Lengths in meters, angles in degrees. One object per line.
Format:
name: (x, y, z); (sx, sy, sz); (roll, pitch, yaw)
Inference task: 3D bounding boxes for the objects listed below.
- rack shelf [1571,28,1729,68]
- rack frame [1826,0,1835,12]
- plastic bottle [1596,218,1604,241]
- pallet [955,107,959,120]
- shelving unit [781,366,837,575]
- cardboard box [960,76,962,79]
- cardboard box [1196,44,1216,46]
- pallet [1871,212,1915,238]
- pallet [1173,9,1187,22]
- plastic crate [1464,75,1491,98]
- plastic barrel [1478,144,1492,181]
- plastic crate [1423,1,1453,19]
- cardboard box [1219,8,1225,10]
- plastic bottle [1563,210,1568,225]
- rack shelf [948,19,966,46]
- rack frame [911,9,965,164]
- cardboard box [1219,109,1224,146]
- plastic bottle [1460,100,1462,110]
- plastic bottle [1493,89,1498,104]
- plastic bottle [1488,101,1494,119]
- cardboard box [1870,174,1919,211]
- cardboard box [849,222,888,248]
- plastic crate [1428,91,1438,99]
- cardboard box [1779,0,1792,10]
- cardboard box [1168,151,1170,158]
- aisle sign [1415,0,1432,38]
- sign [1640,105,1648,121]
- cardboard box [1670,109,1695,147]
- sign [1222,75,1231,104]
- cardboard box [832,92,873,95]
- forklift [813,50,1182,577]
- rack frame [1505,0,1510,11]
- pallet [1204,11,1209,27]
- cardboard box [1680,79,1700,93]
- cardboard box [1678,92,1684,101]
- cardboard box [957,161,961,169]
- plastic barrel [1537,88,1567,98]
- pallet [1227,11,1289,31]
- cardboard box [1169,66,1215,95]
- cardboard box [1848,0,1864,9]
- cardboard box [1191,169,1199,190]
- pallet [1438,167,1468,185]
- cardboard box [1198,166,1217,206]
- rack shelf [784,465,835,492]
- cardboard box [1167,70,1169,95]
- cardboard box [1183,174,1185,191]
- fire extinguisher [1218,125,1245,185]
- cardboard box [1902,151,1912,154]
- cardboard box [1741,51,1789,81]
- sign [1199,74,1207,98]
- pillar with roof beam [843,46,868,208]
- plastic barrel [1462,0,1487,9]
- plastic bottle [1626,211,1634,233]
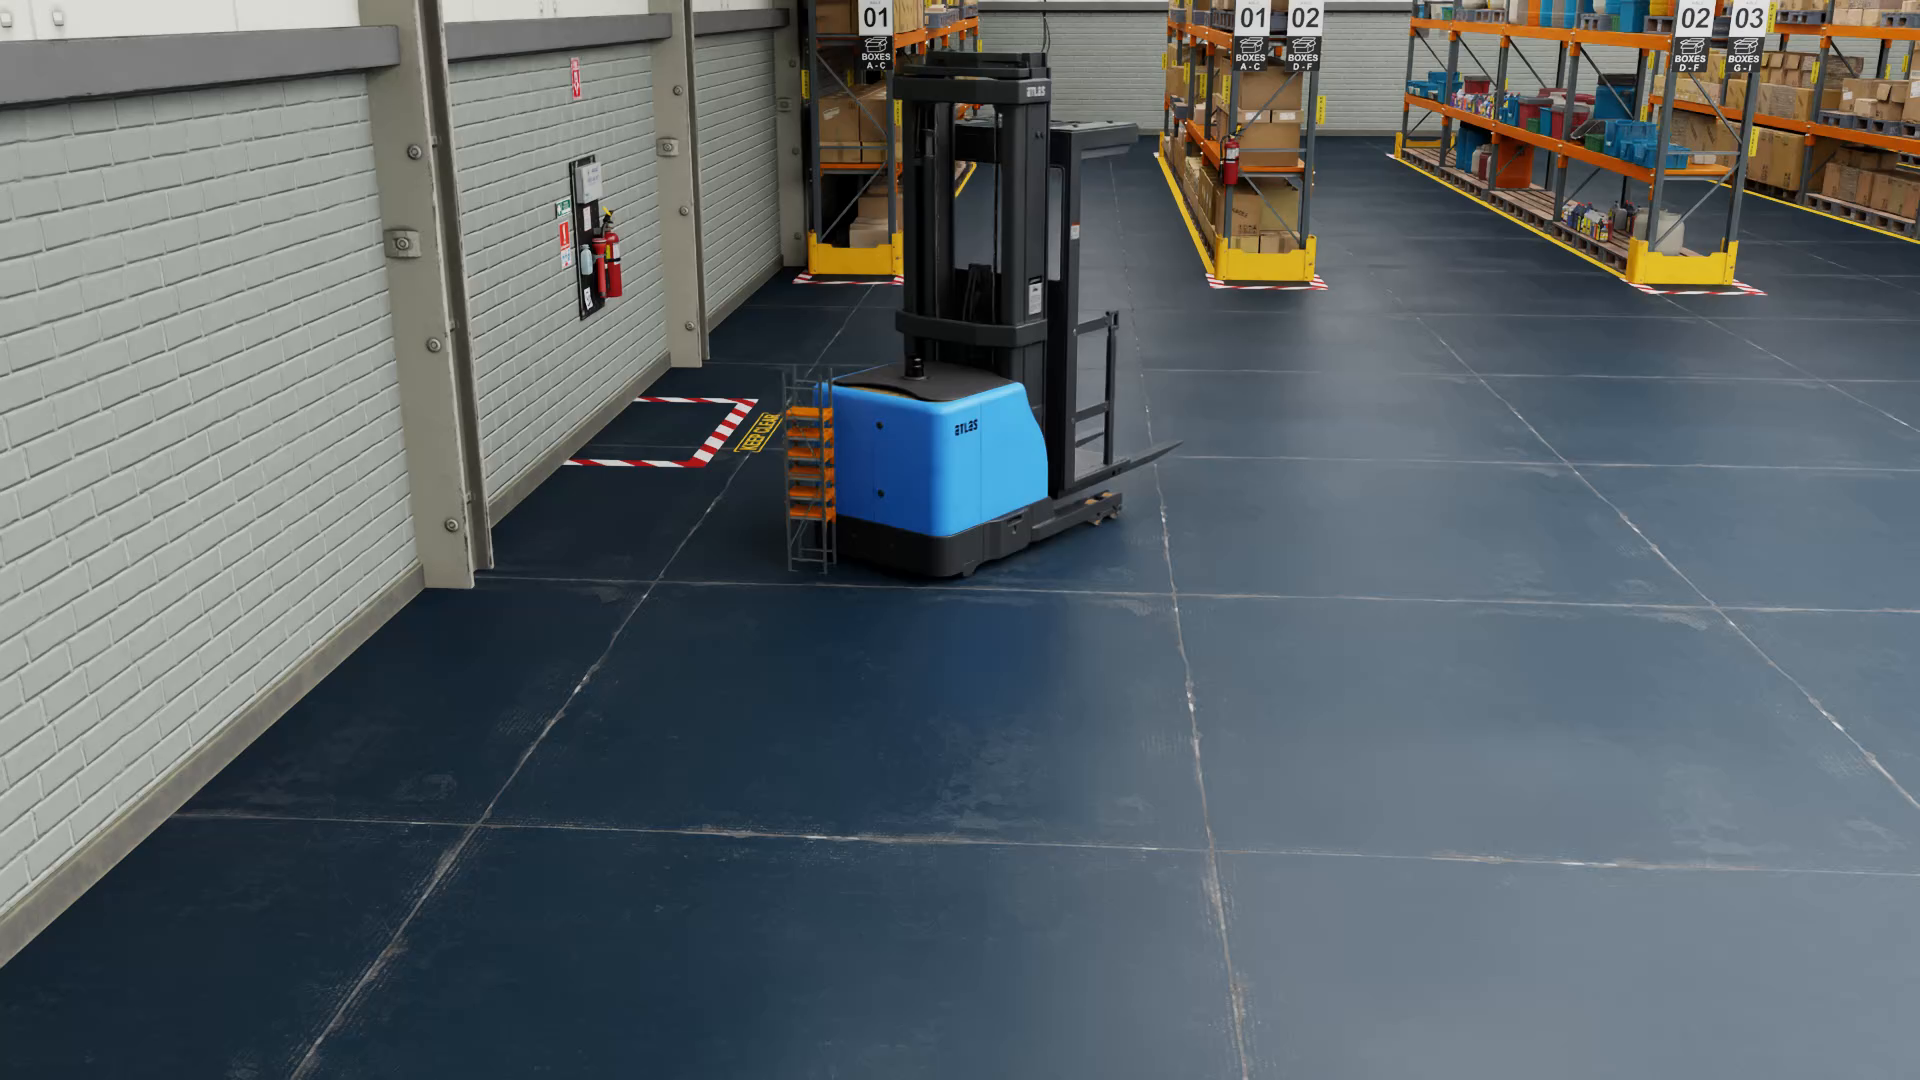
rack shelf: (8.746, -6.185, 20.818); (1.077, 0.370, 4.000); (1, 18, 4)
rack frame: (14.116, -9.705, 25.589); (1.000, 3.000, 0.127); (1, 18, 4)
plastic bottle: (8.287, -4.015, 21.515); (0.061, 0.283, 0.133); (2, 18, 5)
pallet: (-0.650, -6.871, 26.882); (1.213, 0.211, 1.003); (1, 18, 4)
shelving unit: (-0.880, -0.404, 9.727); (0.258, 1.200, 0.189); (4, 19, 13)
cardboard box: (-0.227, -8.319, 30.323); (0.500, 0.500, 0.500); (1, 18, 4)
cardboard box: (5.016, -9.782, 33.693); (0.500, 0.500, 0.500); (2, 18, 5)
pallet: (13.884, -4.528, 23.904); (1.003, 0.211, 1.213); (1, 18, 4)
pallet: (4.334, -9.132, 28.958); (1.213, 0.211, 1.003); (1, 18, 4)
plastic crate: (9.777, -8.537, 31.462); (0.402, 0.464, 0.583); (1, 18, 4)
plastic barrel: (9.275, -6.521, 28.706); (0.600, 0.588, 0.708); (1, 18, 4)
plastic crate: (9.366, -10.377, 32.556); (0.504, 0.338, 0.767); (1, 18, 4)
cardboard box: (4.039, -7.749, 24.005); (0.500, 0.250, 0.500); (0, 18, -1)
plastic bottle: (8.422, -4.481, 23.068); (0.097, 0.201, 0.097); (0, 18, 0)
rack shelf: (-0.562, -8.890, 29.076); (1.077, 0.370, 4.000); (1, 18, 4)
rack frame: (-0.419, -8.428, 31.327); (1.000, 3.000, 0.127); (1, 18, 4)
cardboard box: (3.892, -5.580, 22.473); (0.700, 0.500, 0.500); (1, 18, 3)
plastic bottle: (8.974, -7.768, 29.630); (0.097, 0.201, 0.097); (0, 18, 0)
plastic bottle: (9.566, -7.836, 29.600); (0.144, 0.351, 0.185); (1, 18, 4)
plastic bottle: (8.796, -7.116, 27.510); (0.061, 0.283, 0.133); (1, 18, 4)
cardboard box: (13.988, -5.145, 24.614); (0.700, 0.500, 0.500); (0, 18, -1)
cardboard box: (-1.140, -3.845, 20.952); (0.500, 0.311, 0.500); (-1, 18, -2)
plastic crate: (9.288, -8.658, 32.354); (0.293, 0.136, 0.466); (1, 18, 4)
cardboard box: (14.241, -9.163, 27.912); (0.797, 0.503, 0.637); (1, 18, 3)
cardboard box: (4.247, -7.474, 32.287); (0.380, 0.149, 0.250); (1, 18, 4)
aisle sign: (9.458, -10.713, 34.127); (0.394, 0.787, 0.004); (1, 18, 4)
sign: (9.437, -5.838, 22.978); (0.100, 0.325, 0.005); (1, 18, 4)
cardboard box: (14.658, -8.045, 32.897); (0.875, 0.875, 0.875); (1, 18, 4)
sign: (3.122, -5.271, 19.452); (0.100, 0.325, 0.005); (1, 18, 4)
cardboard box: (-1.379, -5.464, 21.284); (0.500, 0.500, 0.500); (1, 18, 2)
forklift: (0.406, -1.572, 10.515); (1.130, 2.935, 3.031); (13, 22, 35)
rack frame: (9.176, -9.815, 25.926); (1.000, 3.000, 0.127); (1, 18, 4)
pallet: (4.199, -7.852, 25.054); (1.003, 0.211, 1.213); (2, 18, 6)
cardboard box: (14.284, -8.786, 32.182); (0.500, 0.250, 0.500); (1, 18, 3)
cardboard box: (14.226, -8.639, 32.373); (0.380, 0.149, 0.250); (1, 18, 3)
cardboard box: (-0.396, -7.125, 30.128); (0.750, 0.750, 0.750); (2, 18, 6)
plastic barrel: (9.445, -6.878, 26.379); (0.600, 0.536, 0.708); (1, 18, 4)
pallet: (3.739, -6.194, 19.834); (1.003, 0.211, 1.213); (1, 18, 4)
cardboard box: (4.265, -8.423, 30.478); (0.700, 0.500, 0.500); (-5, 19, -15)
cardboard box: (13.786, -8.267, 25.054); (0.500, 0.500, 0.500); (1, 18, 4)
cardboard box: (3.761, -5.442, 25.055); (0.500, 0.311, 0.500); (1, 18, 4)
pallet: (9.366, -6.643, 30.357); (1.003, 0.211, 1.213); (1, 18, 4)
cardboard box: (3.603, -4.946, 23.238); (0.500, 0.500, 0.500); (1, 18, 4)
rack shelf: (-0.880, -0.362, 9.741); (0.258, 0.103, 0.180); (4, 19, 13)
cardboard box: (4.483, -9.316, 33.877); (0.500, 0.500, 0.500); (1, 18, 3)
cardboard box: (3.905, -5.813, 27.088); (0.500, 0.250, 0.500); (1, 18, 4)
fire extinguisher: (3.190, -4.529, 19.550); (0.296, 0.674, 0.183); (1, 18, 4)
cardboard box: (19.273, -7.886, 33.576); (0.380, 0.149, 0.250); (2, 18, 5)
cardboard box: (14.365, -8.422, 29.537); (0.797, 0.503, 0.637); (1, 18, 2)
sign: (3.407, -6.356, 23.270); (0.100, 0.325, 0.005); (1, 18, 4)
pillar with roof beam: (2.632, -9.556, 25.135); (9.100, 9.000, 0.400); (1, 18, 4)
plastic barrel: (9.175, -9.739, 29.616); (0.433, 0.535, 0.433); (0, 18, 0)
plastic bottle: (8.990, -4.268, 22.288); (0.061, 0.283, 0.133); (1, 18, 4)
